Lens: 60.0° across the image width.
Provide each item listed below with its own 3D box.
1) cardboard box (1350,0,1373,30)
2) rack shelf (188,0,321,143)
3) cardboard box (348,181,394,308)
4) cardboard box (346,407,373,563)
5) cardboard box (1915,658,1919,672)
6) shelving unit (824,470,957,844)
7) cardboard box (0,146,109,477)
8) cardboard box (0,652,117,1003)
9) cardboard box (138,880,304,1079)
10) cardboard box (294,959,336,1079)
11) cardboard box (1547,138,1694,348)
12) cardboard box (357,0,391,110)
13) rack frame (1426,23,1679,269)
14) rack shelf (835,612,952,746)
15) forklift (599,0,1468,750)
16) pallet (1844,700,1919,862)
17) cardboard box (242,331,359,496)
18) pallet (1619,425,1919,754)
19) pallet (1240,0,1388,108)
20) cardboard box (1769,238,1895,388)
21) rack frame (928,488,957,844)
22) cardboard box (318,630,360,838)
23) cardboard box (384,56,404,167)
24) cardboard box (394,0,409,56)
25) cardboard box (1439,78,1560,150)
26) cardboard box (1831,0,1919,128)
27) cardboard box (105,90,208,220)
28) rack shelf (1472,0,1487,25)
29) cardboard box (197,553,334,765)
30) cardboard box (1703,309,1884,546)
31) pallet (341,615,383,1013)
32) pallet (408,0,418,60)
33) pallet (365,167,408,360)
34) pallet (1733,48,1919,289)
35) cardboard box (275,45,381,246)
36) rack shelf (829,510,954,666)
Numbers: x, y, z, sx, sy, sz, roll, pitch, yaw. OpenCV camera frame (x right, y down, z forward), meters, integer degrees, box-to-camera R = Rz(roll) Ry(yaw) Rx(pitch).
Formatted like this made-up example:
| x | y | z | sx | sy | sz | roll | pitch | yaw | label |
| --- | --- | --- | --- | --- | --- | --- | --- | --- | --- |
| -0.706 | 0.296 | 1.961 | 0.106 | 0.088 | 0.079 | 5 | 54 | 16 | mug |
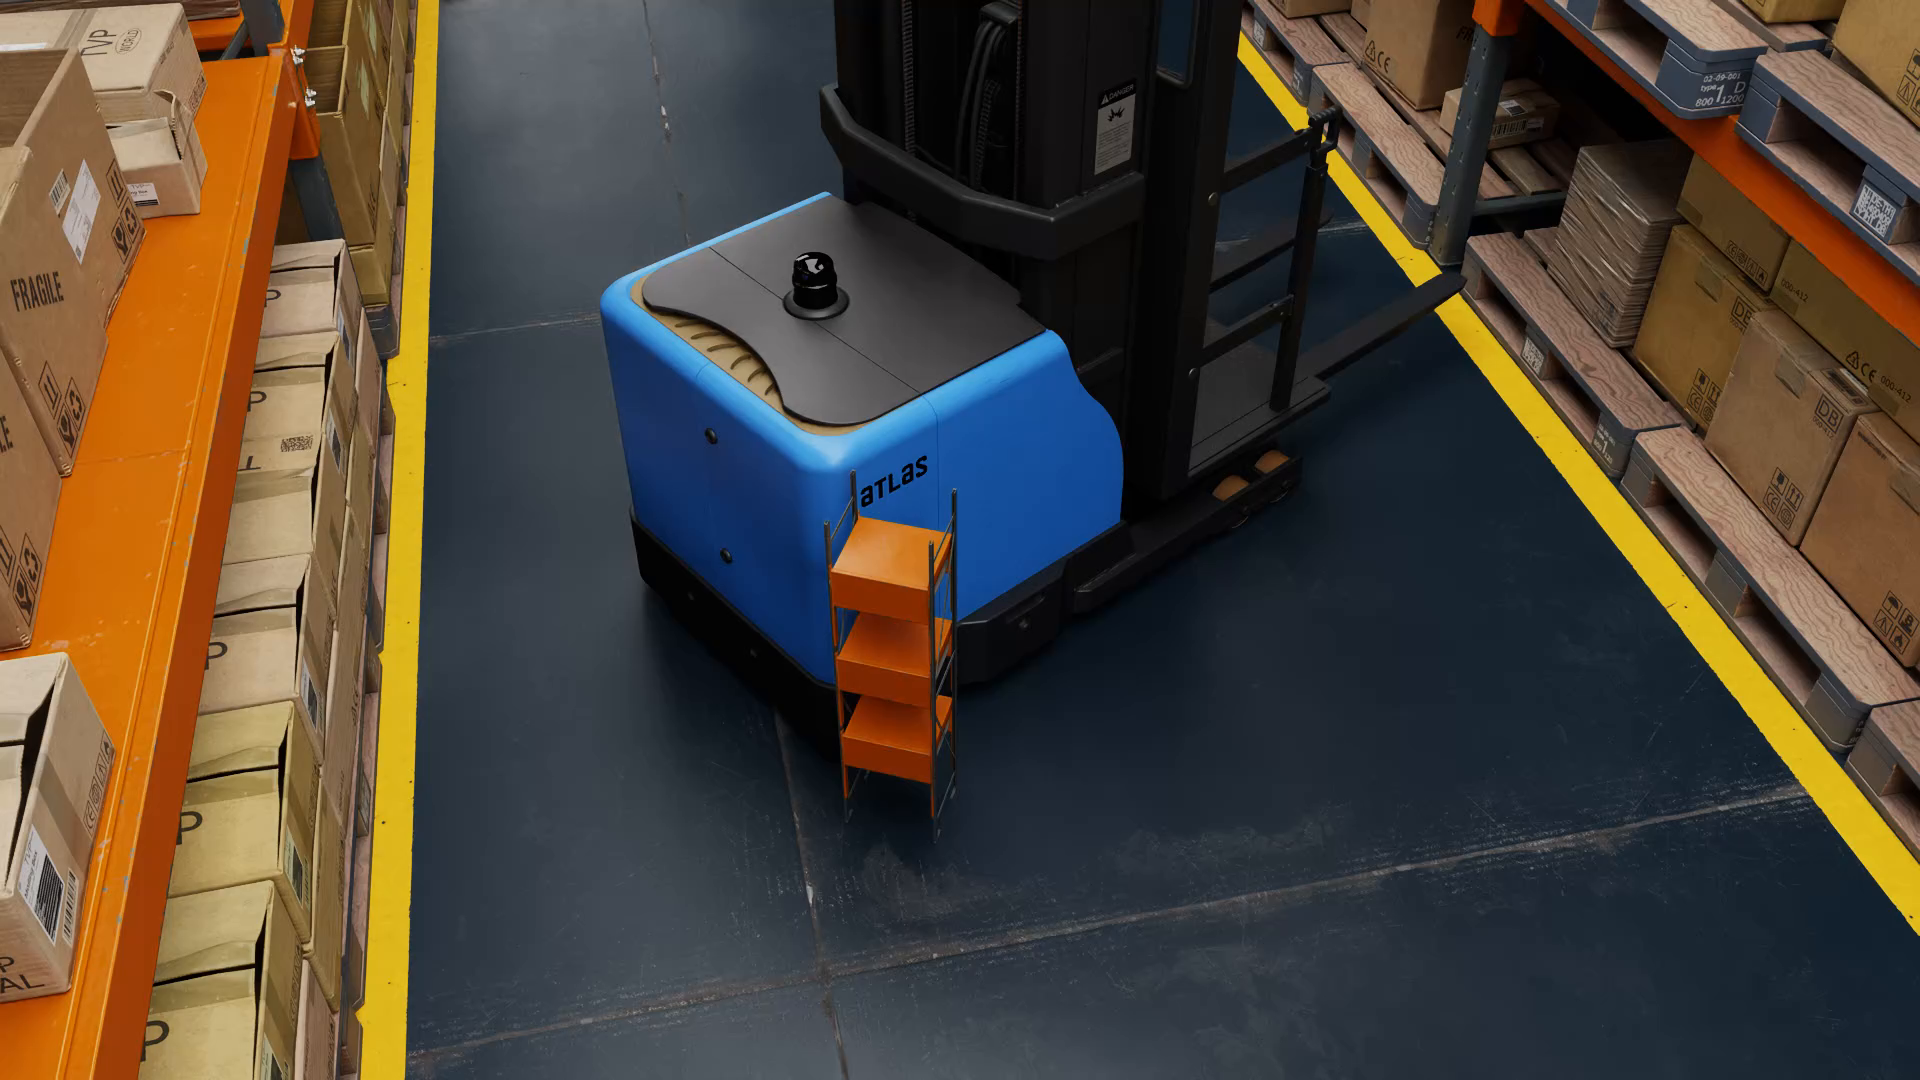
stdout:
| x | y | z | sx | sy | sz | roll | pitch | yaw | label |
| --- | --- | --- | --- | --- | --- | --- | --- | --- | --- |
| 2.006 | -2.422 | 7.535 | 0.380 | 0.149 | 0.250 | -12 | 43 | -13 | cardboard box |
| -2.936 | -2.599 | 6.460 | 1.077 | 0.370 | 4.000 | -8 | 42 | -9 | rack shelf |
| -2.309 | -1.044 | 5.922 | 0.500 | 0.250 | 0.500 | -8 | 42 | -9 | cardboard box |
| -2.025 | -0.145 | 4.909 | 0.500 | 0.250 | 0.500 | -9 | 42 | -10 | cardboard box |
| 2.991 | 0.269 | 4.238 | 0.700 | 0.500 | 0.500 | -8 | 42 | -9 | cardboard box |
| -0.156 | 0.316 | 4.103 | 0.252 | 1.050 | 0.215 | 11 | 43 | 12 | shelving unit |
| -2.133 | -0.443 | 3.414 | 0.500 | 0.500 | 0.500 | -8 | 42 | -9 | cardboard box |
| -1.645 | 0.447 | 2.554 | 0.500 | 0.311 | 0.500 | -9 | 42 | -10 | cardboard box |
| -1.589 | 0.962 | 3.239 | 0.500 | 0.311 | 0.500 | -9 | 42 | -10 | cardboard box |
| -1.577 | 1.185 | 3.410 | 0.500 | 0.250 | 0.500 | -9 | 42 | -10 | cardboard box |
| 2.507 | -1.039 | 5.712 | 0.700 | 0.500 | 0.500 | -7 | 42 | -8 | cardboard box |
| -2.515 | -1.974 | 6.405 | 0.500 | 0.500 | 0.500 | -8 | 42 | -9 | cardboard box |
| 2.332 | -2.284 | 5.563 | 1.000 | 3.000 | 0.127 | -8 | 42 | -9 | rack frame |
| -0.156 | 0.324 | 4.110 | 0.240 | 0.259 | 0.215 | 11 | 43 | 12 | rack shelf |
| 0.468 | -1.370 | 4.585 | 3.031 | 2.935 | 1.130 | -30 | 50 | -30 | forklift |
| 3.028 | 0.845 | 4.139 | 1.003 | 0.211 | 1.213 | -8 | 42 | -9 | pallet |
| -2.019 | -0.352 | 4.720 | 0.500 | 0.311 | 0.500 | -7 | 42 | -8 | cardboard box |
| 2.768 | 0.056 | 5.028 | 1.003 | 0.211 | 1.213 | -8 | 42 | -9 | pallet |
| 1.885 | -2.464 | 7.866 | 1.003 | 0.211 | 1.213 | -8 | 42 | -9 | pallet |
| 2.721 | -0.698 | 4.763 | 0.500 | 0.250 | 0.500 | -9 | 42 | -11 | cardboard box |
| -0.039 | 0.339 | 4.078 | 0.008 | 1.050 | 0.200 | 11 | 43 | 12 | rack frame |
| -1.805 | 0.517 | 4.163 | 0.500 | 0.250 | 0.500 | -8 | 42 | -8 | cardboard box |
| -2.514 | -1.694 | 6.654 | 0.500 | 0.250 | 0.500 | -8 | 42 | -9 | cardboard box |
| -2.734 | -2.342 | 7.383 | 0.500 | 0.250 | 0.500 | -8 | 42 | -9 | cardboard box |
| 2.187 | -1.731 | 6.744 | 0.380 | 0.166 | 0.250 | -14 | 43 | -15 | cardboard box |
| 2.694 | -1.365 | 4.122 | 0.700 | 0.500 | 0.500 | -3 | 42 | -3 | cardboard box |
| -2.136 | -0.978 | 4.193 | 0.396 | 0.266 | 0.258 | -9 | 42 | -10 | cardboard box |
| 1.900 | -3.311 | 7.263 | 1.077 | 0.370 | 4.000 | -8 | 42 | -9 | rack shelf |
| -1.809 | 0.298 | 3.987 | 0.500 | 0.311 | 0.500 | -9 | 42 | -10 | cardboard box |
| 2.738 | -0.375 | 4.964 | 0.700 | 0.500 | 0.500 | -8 | 42 | -9 | cardboard box |
| -2.041 | 0.736 | 4.262 | 1.003 | 0.211 | 1.213 | -8 | 42 | -9 | pallet |
| -3.162 | -2.632 | 8.056 | 1.003 | 0.211 | 1.213 | -8 | 42 | -9 | pallet |
| -2.635 | -1.050 | 6.274 | 1.003 | 0.211 | 1.213 | -8 | 42 | -9 | pallet |
| 2.728 | -0.897 | 4.145 | 1.003 | 0.211 | 1.213 | -8 | 42 | -9 | pallet |
| -2.299 | -1.326 | 5.675 | 0.500 | 0.500 | 0.500 | -8 | 42 | -9 | cardboard box |
| -0.156 | 0.112 | 3.922 | 0.240 | 0.259 | 0.215 | 11 | 43 | 12 | rack shelf |
